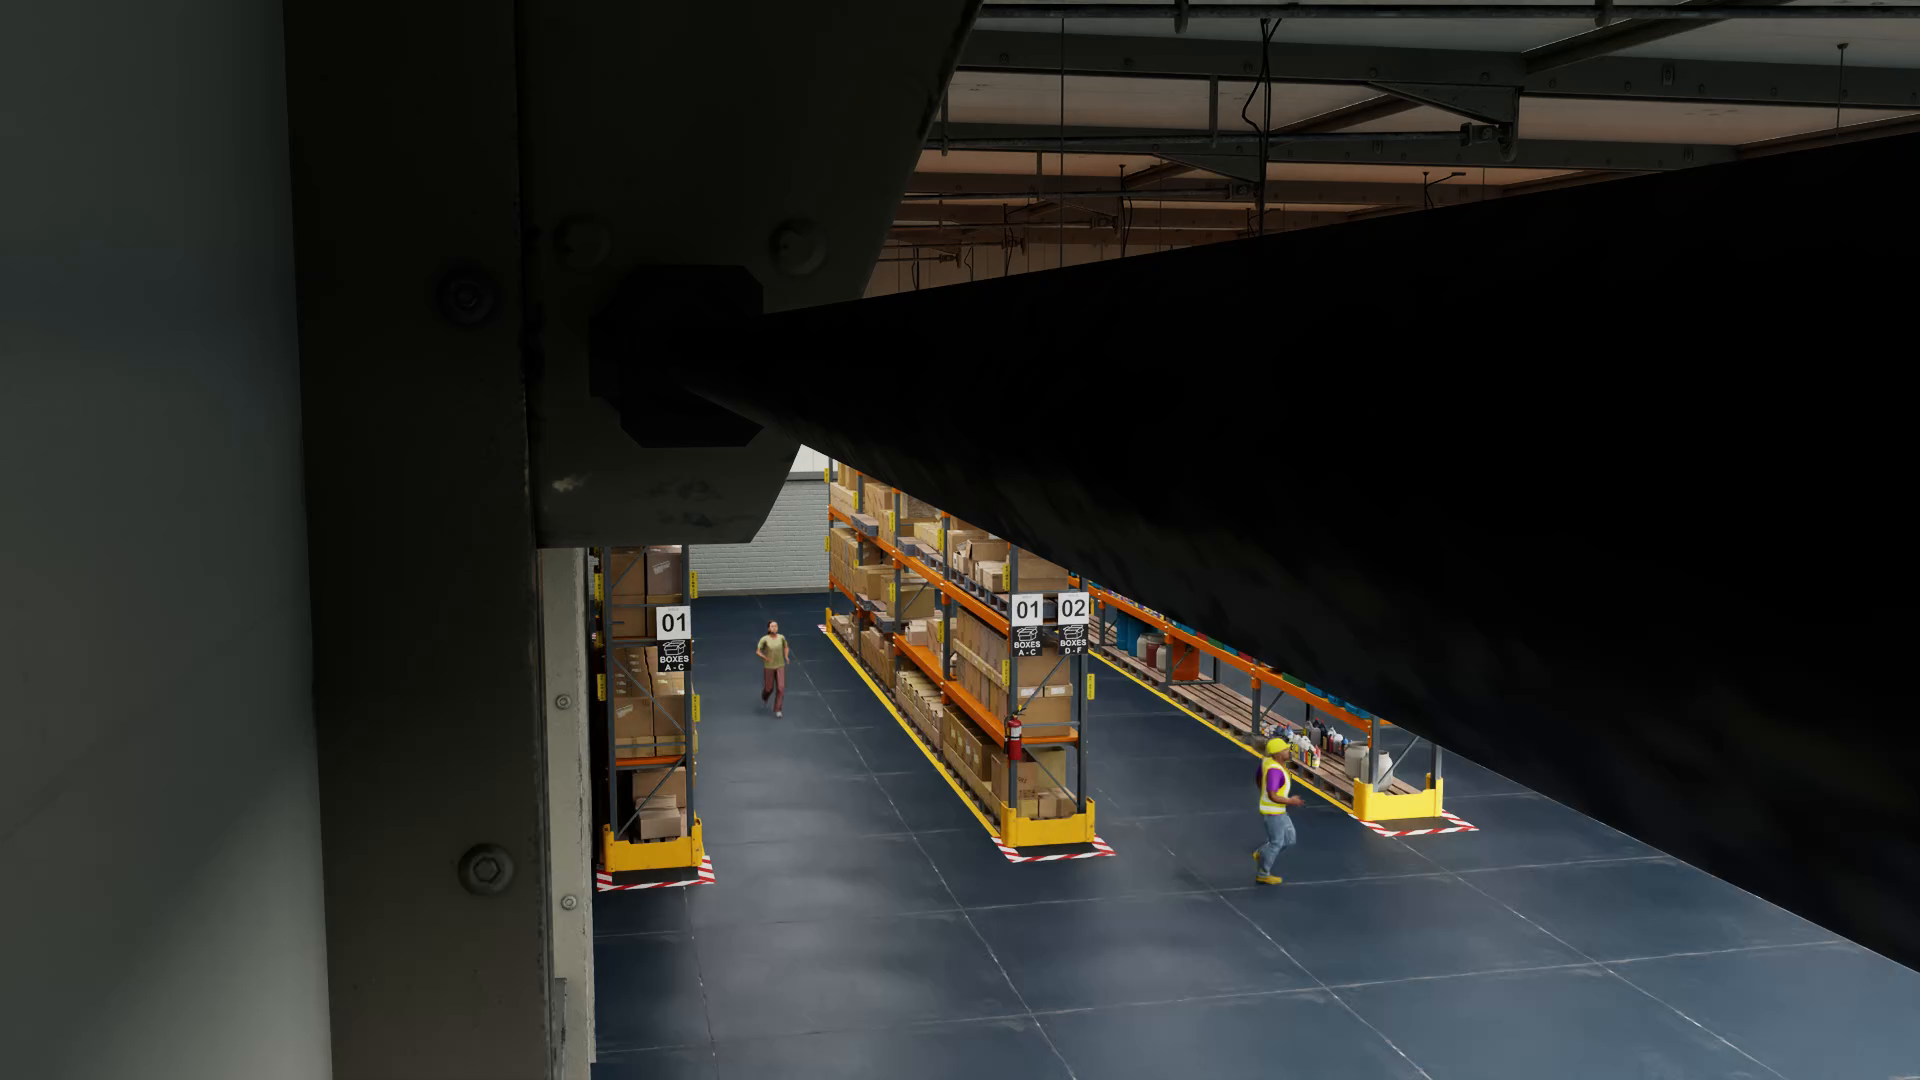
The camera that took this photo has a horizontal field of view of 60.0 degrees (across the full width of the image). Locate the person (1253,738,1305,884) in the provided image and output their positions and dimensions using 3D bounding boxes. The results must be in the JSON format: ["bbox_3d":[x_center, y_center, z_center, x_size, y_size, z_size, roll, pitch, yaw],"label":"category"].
[{"bbox_3d":[3.725,3.169,19.434,0.590,1.732,0.677,1,7,11],"label":"person"}]

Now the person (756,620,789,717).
[{"bbox_3d":[-3.168,2.166,28.317,0.588,1.624,0.758,-3,7,-21],"label":"person"}]
